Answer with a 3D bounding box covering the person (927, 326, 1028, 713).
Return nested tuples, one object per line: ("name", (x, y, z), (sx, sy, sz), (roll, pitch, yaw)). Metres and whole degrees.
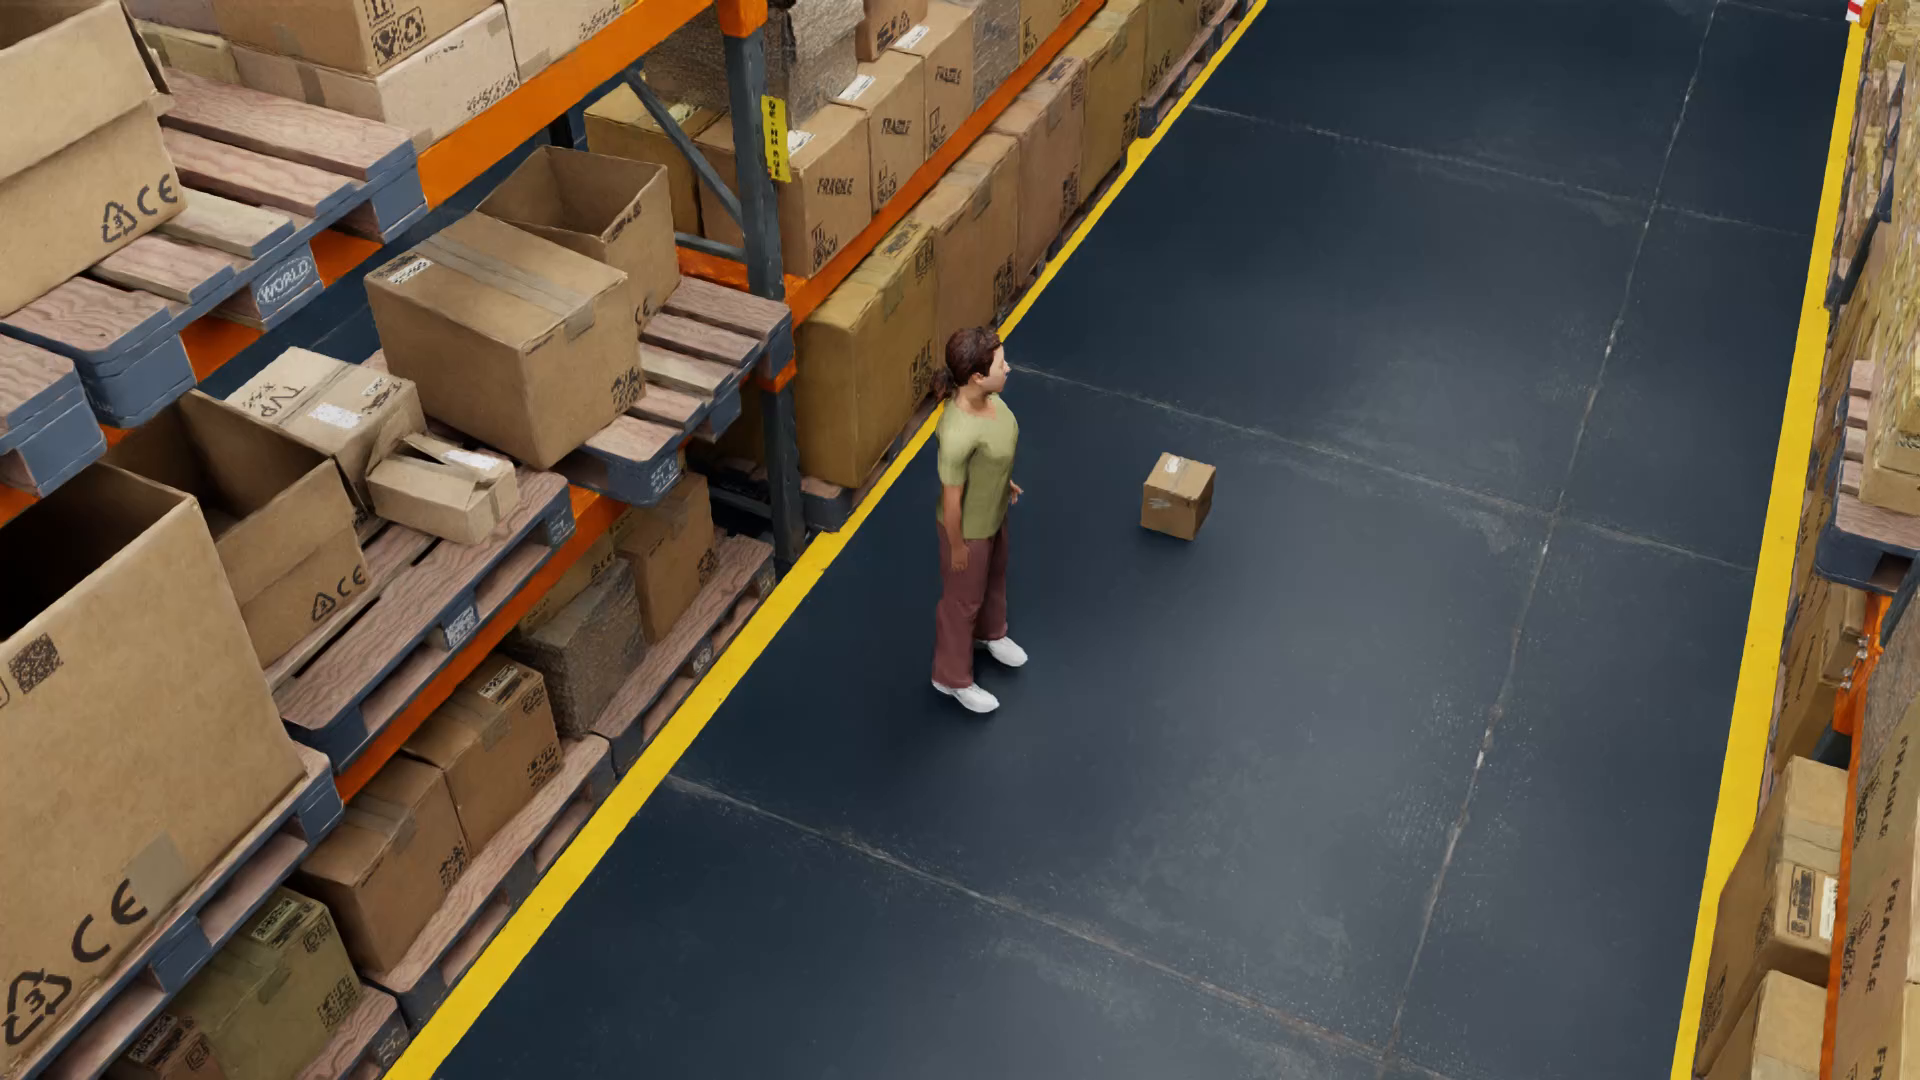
("person", (0.083, -0.086, 6.225), (0.363, 1.676, 0.488), (10, 43, 11))
